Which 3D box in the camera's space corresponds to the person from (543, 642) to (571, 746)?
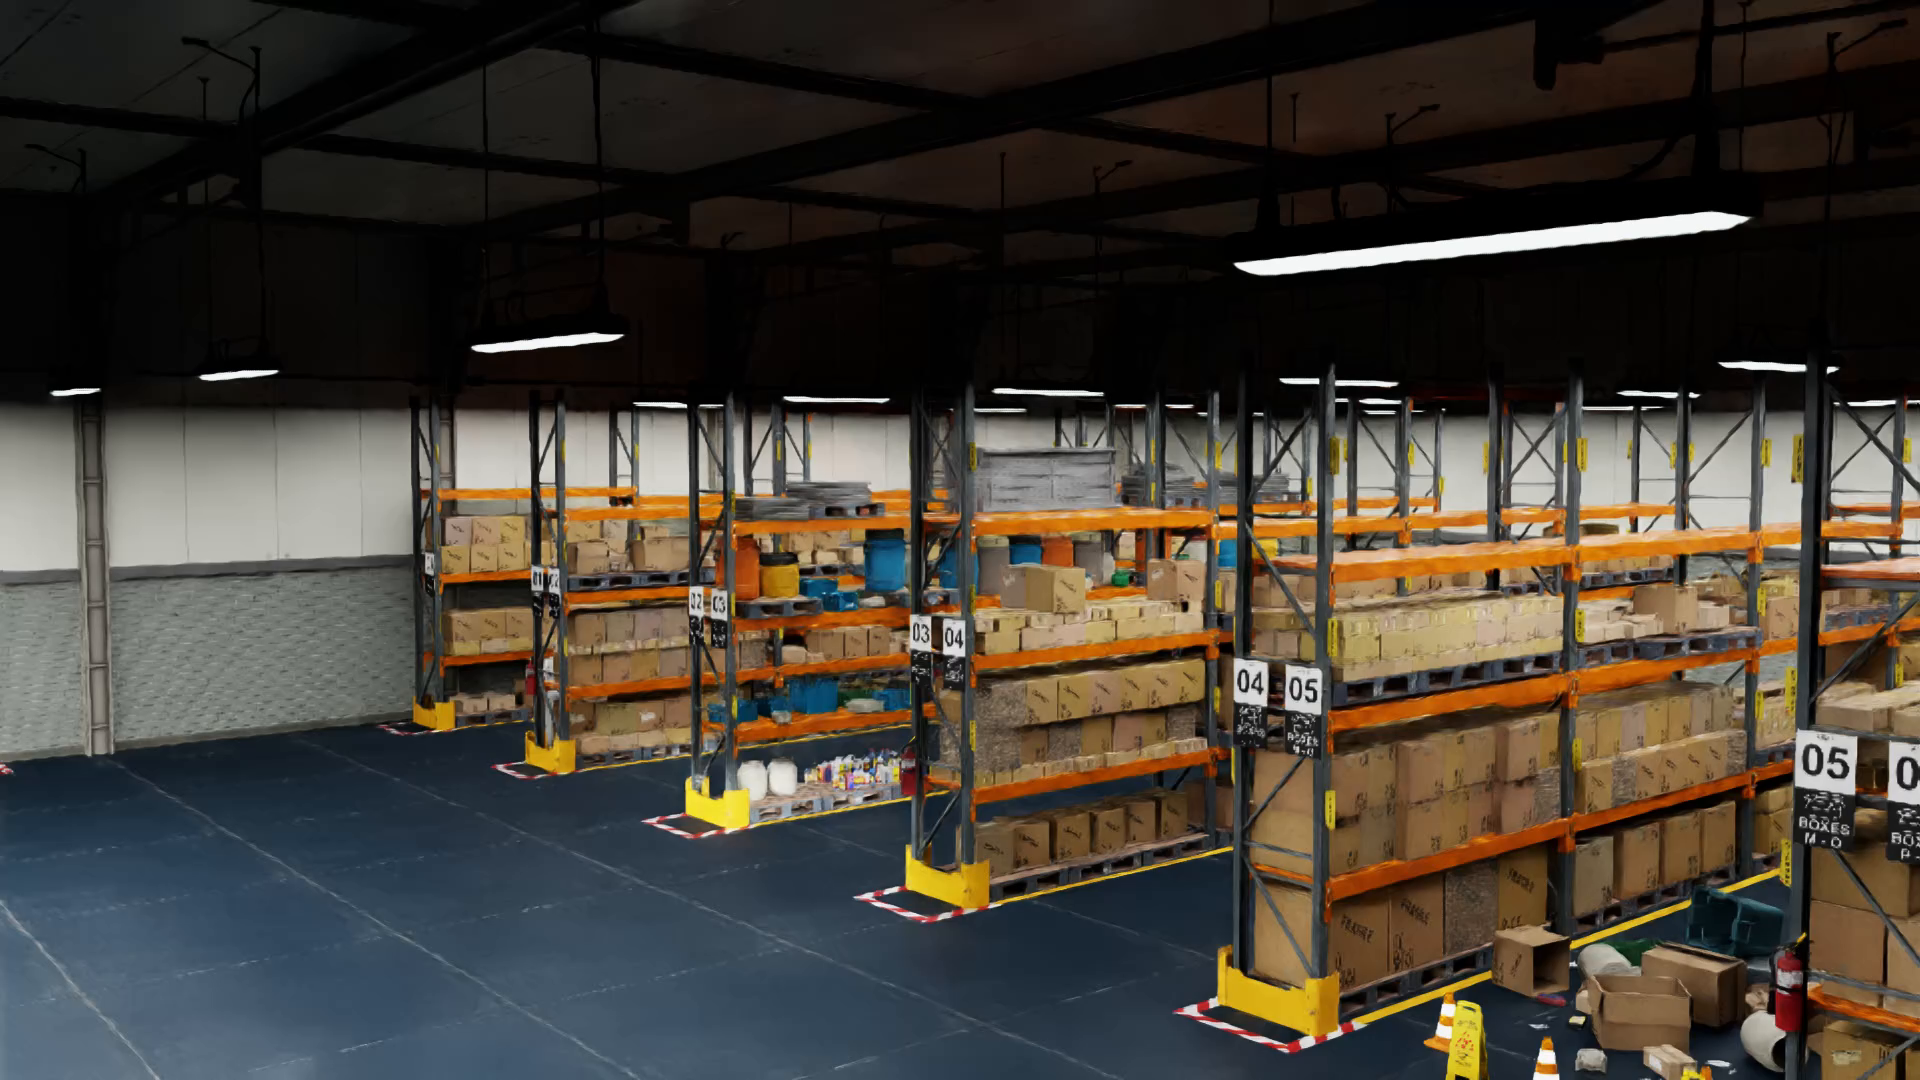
[{"bbox_3d":[-6.828,2.606,28.316,0.654,1.748,0.586,0,3,-7],"label":"person"}]
